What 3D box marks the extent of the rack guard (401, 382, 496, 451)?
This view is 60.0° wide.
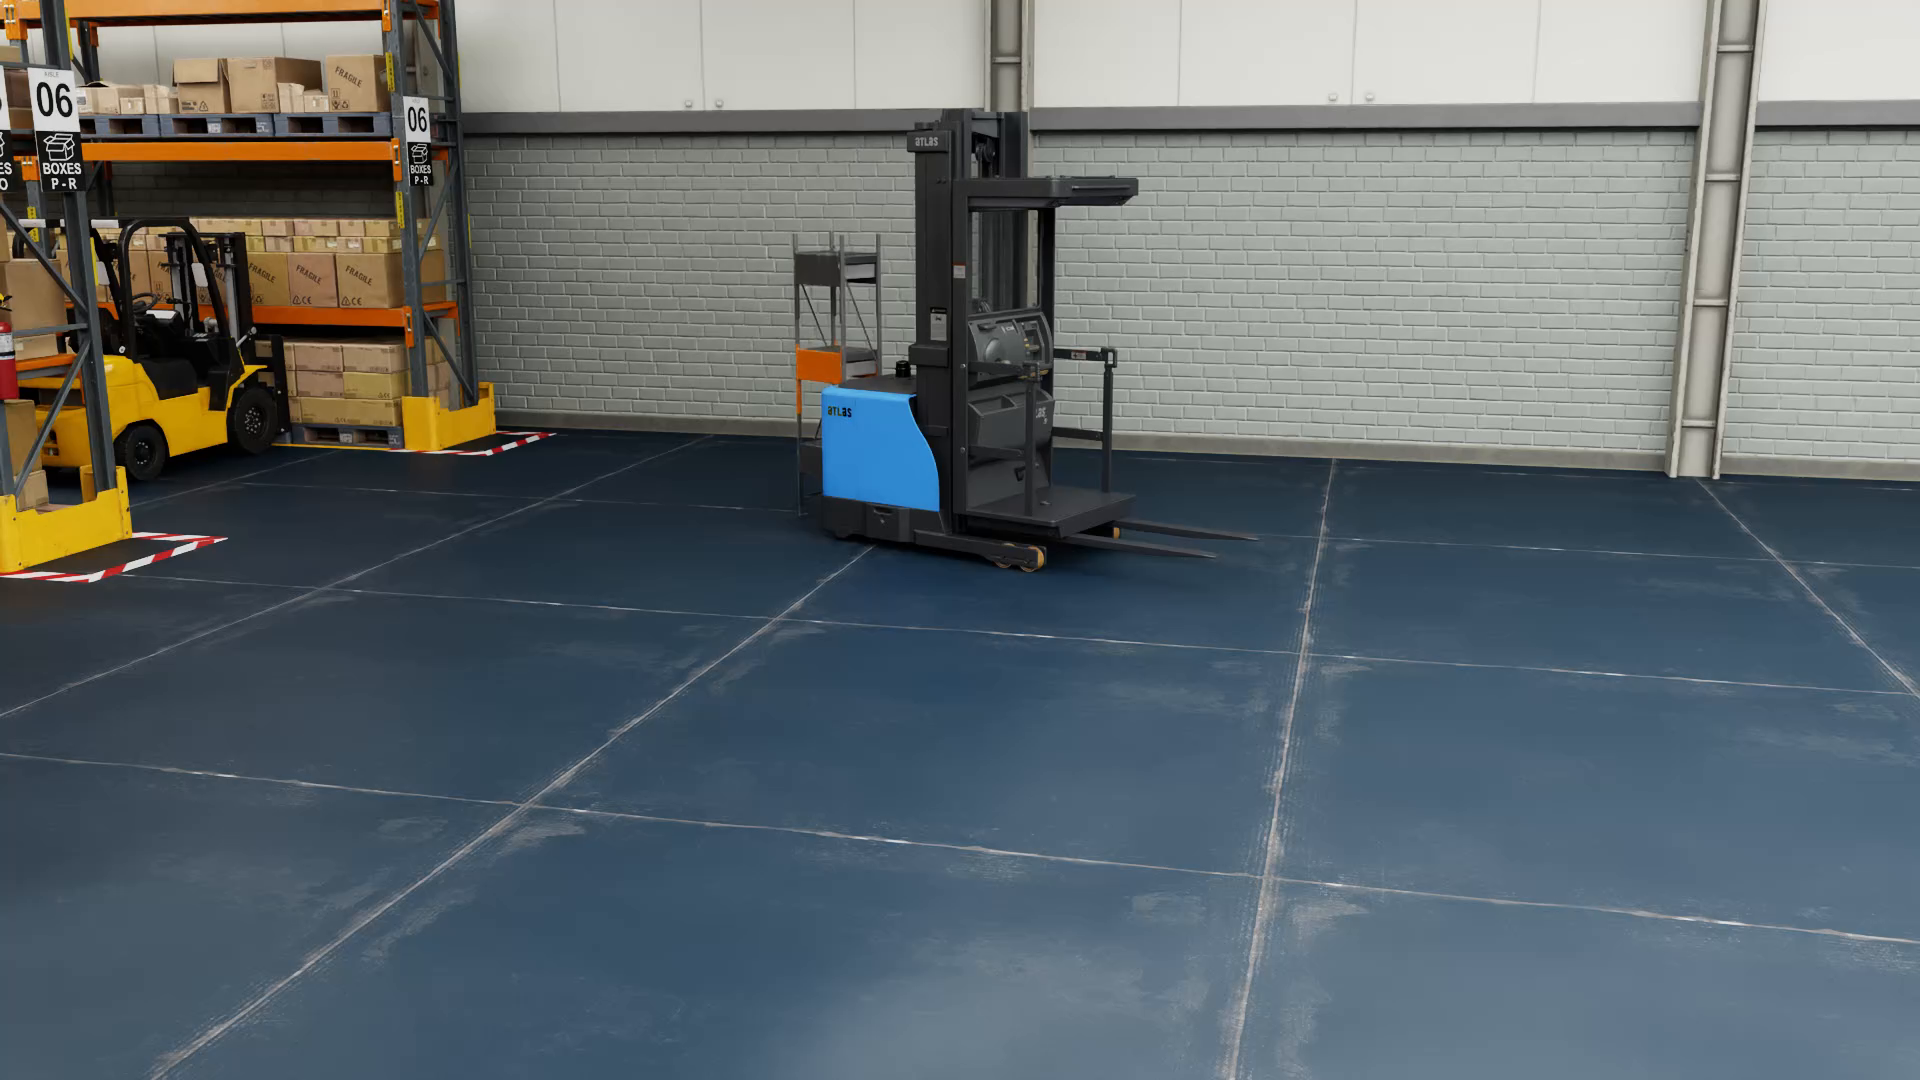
[{"bbox_3d":[-4.899,-1.199,15.982,0.348,0.500,1.175,3,13,14],"label":"rack guard"}]

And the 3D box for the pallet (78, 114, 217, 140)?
[{"bbox_3d":[-7.972,-4.010,16.162,1.213,0.211,1.003,3,13,14],"label":"pallet"}]

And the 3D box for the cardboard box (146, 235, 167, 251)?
[{"bbox_3d":[-7.572,-2.858,15.963,0.250,0.149,0.380,3,13,13],"label":"cardboard box"}]

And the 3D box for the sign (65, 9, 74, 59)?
[{"bbox_3d":[-5.978,-3.381,11.106,0.005,0.325,0.100,3,13,14],"label":"sign"}]

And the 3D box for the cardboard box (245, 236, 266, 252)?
[{"bbox_3d":[-6.578,-2.806,15.728,0.250,0.149,0.380,3,13,14],"label":"cardboard box"}]

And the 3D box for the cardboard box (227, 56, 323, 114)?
[{"bbox_3d":[-6.381,-4.233,15.532,0.500,0.500,0.700,3,13,14],"label":"cardboard box"}]

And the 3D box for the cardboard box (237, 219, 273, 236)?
[{"bbox_3d":[-6.584,-2.950,15.691,0.250,0.149,0.380,3,13,15],"label":"cardboard box"}]

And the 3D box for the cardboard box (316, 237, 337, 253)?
[{"bbox_3d":[-5.819,-2.778,15.602,0.250,0.149,0.380,3,13,15],"label":"cardboard box"}]

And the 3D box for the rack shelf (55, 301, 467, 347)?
[{"bbox_3d":[-6.864,-2.173,16.263,4.000,0.370,1.077,3,13,14],"label":"rack shelf"}]

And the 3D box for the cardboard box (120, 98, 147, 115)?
[{"bbox_3d":[-7.697,-4.096,15.726,0.250,0.149,0.380,3,13,15],"label":"cardboard box"}]

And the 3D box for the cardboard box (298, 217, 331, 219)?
[{"bbox_3d":[-6.202,-3.049,16.136,0.250,0.149,0.380,3,13,15],"label":"cardboard box"}]

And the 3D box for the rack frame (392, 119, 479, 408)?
[{"bbox_3d":[-4.923,-2.420,15.717,0.127,3.000,1.000,3,13,14],"label":"rack frame"}]

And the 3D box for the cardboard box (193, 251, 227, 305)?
[{"bbox_3d":[-6.953,-2.519,15.929,0.500,0.500,0.500,3,13,14],"label":"cardboard box"}]

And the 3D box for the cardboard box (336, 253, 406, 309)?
[{"bbox_3d":[-5.463,-2.439,15.572,0.500,0.500,0.500,3,13,12],"label":"cardboard box"}]

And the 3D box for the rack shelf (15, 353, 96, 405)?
[{"bbox_3d":[-8.050,-1.129,11.557,4.000,0.370,1.077,3,13,14],"label":"rack shelf"}]

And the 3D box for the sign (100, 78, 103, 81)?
[{"bbox_3d":[-8.675,-4.500,16.790,0.005,0.325,0.100,3,13,14],"label":"sign"}]

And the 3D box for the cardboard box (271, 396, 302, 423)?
[{"bbox_3d":[-6.419,-1.297,16.031,0.500,0.250,0.500,3,13,14],"label":"cardboard box"}]

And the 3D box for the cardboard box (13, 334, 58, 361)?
[{"bbox_3d":[-6.388,-1.315,11.314,0.250,0.149,0.380,3,13,14],"label":"cardboard box"}]

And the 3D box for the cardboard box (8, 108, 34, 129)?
[{"bbox_3d":[-6.352,-2.803,11.099,0.250,0.149,0.380,3,13,14],"label":"cardboard box"}]

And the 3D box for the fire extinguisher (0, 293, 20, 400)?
[{"bbox_3d":[-6.108,-1.236,10.556,0.183,0.674,0.296,3,13,14],"label":"fire extinguisher"}]

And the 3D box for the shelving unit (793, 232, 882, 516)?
[{"bbox_3d":[-0.895,-1.201,12.299,0.503,2.100,0.431,11,17,41],"label":"shelving unit"}]

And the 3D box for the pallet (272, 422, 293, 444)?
[{"bbox_3d":[-6.856,-1.154,16.446,1.213,0.211,1.003,3,13,14],"label":"pallet"}]

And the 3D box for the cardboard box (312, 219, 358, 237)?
[{"bbox_3d":[-5.828,-2.919,15.552,0.250,0.149,0.380,3,13,15],"label":"cardboard box"}]

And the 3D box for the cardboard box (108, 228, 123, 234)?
[{"bbox_3d":[-8.042,-3.054,16.157,0.250,0.149,0.380,3,13,12],"label":"cardboard box"}]

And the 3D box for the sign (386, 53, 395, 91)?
[{"bbox_3d":[-5.066,-4.165,14.794,0.005,0.325,0.100,3,13,14],"label":"sign"}]

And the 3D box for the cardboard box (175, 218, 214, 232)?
[{"bbox_3d":[-7.298,-3.009,15.957,0.250,0.149,0.380,3,13,13],"label":"cardboard box"}]

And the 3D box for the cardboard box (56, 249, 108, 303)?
[{"bbox_3d":[-8.438,-2.599,16.291,0.500,0.500,0.500,3,13,12],"label":"cardboard box"}]

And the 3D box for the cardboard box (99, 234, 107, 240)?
[{"bbox_3d":[-8.308,-2.908,16.189,0.250,0.149,0.380,3,13,15],"label":"cardboard box"}]

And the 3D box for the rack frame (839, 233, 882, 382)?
[{"bbox_3d":[-0.714,-1.165,12.139,0.015,2.100,0.400,11,17,41],"label":"rack frame"}]

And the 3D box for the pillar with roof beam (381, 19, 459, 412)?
[{"bbox_3d":[-6.414,-4.669,12.004,0.400,9.000,9.100,3,13,14],"label":"pillar with roof beam"}]

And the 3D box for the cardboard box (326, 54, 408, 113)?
[{"bbox_3d":[-5.411,-4.159,15.198,0.500,0.500,0.500,3,13,15],"label":"cardboard box"}]

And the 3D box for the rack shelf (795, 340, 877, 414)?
[{"bbox_3d":[-0.895,-1.188,12.302,0.480,0.518,0.431,11,17,41],"label":"rack shelf"}]

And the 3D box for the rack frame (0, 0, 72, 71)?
[{"bbox_3d":[-6.108,-4.305,10.362,0.127,3.000,1.000,3,13,14],"label":"rack frame"}]

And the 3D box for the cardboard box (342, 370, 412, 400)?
[{"bbox_3d":[-5.470,-1.486,15.733,0.500,0.250,0.500,3,13,13],"label":"cardboard box"}]

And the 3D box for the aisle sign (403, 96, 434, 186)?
[{"bbox_3d":[-4.929,-3.624,15.142,0.004,0.787,0.394,3,13,14],"label":"aisle sign"}]

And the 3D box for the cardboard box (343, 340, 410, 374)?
[{"bbox_3d":[-5.444,-1.729,15.673,0.500,0.250,0.500,4,13,15],"label":"cardboard box"}]

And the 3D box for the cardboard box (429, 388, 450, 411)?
[{"bbox_3d":[-5.353,-1.350,16.270,0.500,0.250,0.500,3,13,14],"label":"cardboard box"}]

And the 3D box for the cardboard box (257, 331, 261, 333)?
[{"bbox_3d":[-7.299,-1.942,16.630,0.500,0.250,0.500,3,13,14],"label":"cardboard box"}]

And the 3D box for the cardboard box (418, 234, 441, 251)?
[{"bbox_3d":[-5.190,-2.858,15.961,0.250,0.149,0.380,3,13,12],"label":"cardboard box"}]

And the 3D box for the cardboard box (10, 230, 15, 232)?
[{"bbox_3d":[-9.586,-3.095,17.029,0.250,0.149,0.380,3,13,13],"label":"cardboard box"}]

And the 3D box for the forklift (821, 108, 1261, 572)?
[{"bbox_3d":[0.516,-1.353,11.067,3.031,2.935,1.130,9,15,34],"label":"forklift"}]

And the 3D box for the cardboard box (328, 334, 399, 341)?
[{"bbox_3d":[-5.830,-1.861,16.266,0.500,0.250,0.500,3,13,14],"label":"cardboard box"}]
